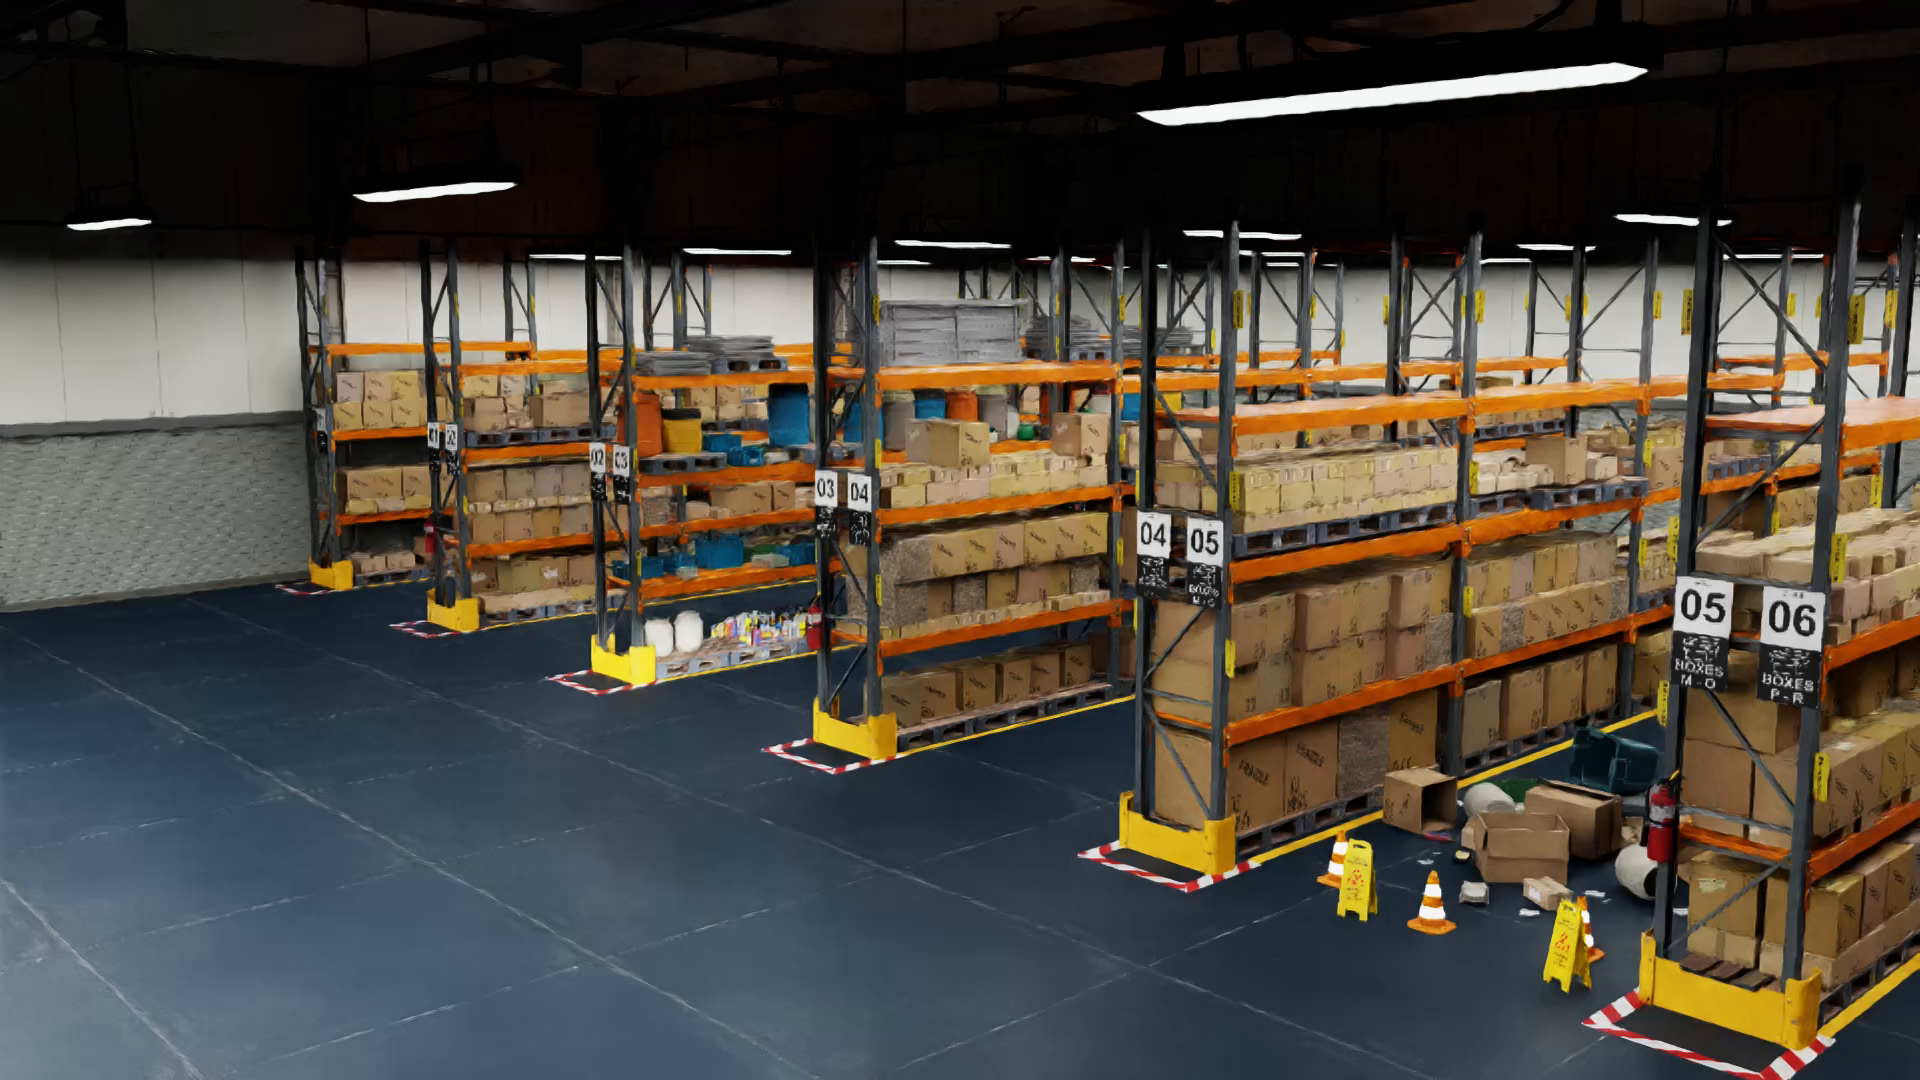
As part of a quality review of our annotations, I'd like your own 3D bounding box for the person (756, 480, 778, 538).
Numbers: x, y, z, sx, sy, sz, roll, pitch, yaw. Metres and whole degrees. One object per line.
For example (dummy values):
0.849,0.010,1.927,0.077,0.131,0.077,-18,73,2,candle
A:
-3.749,-0.373,32.375,0.531,1.629,0.592,-8,12,-44,person
